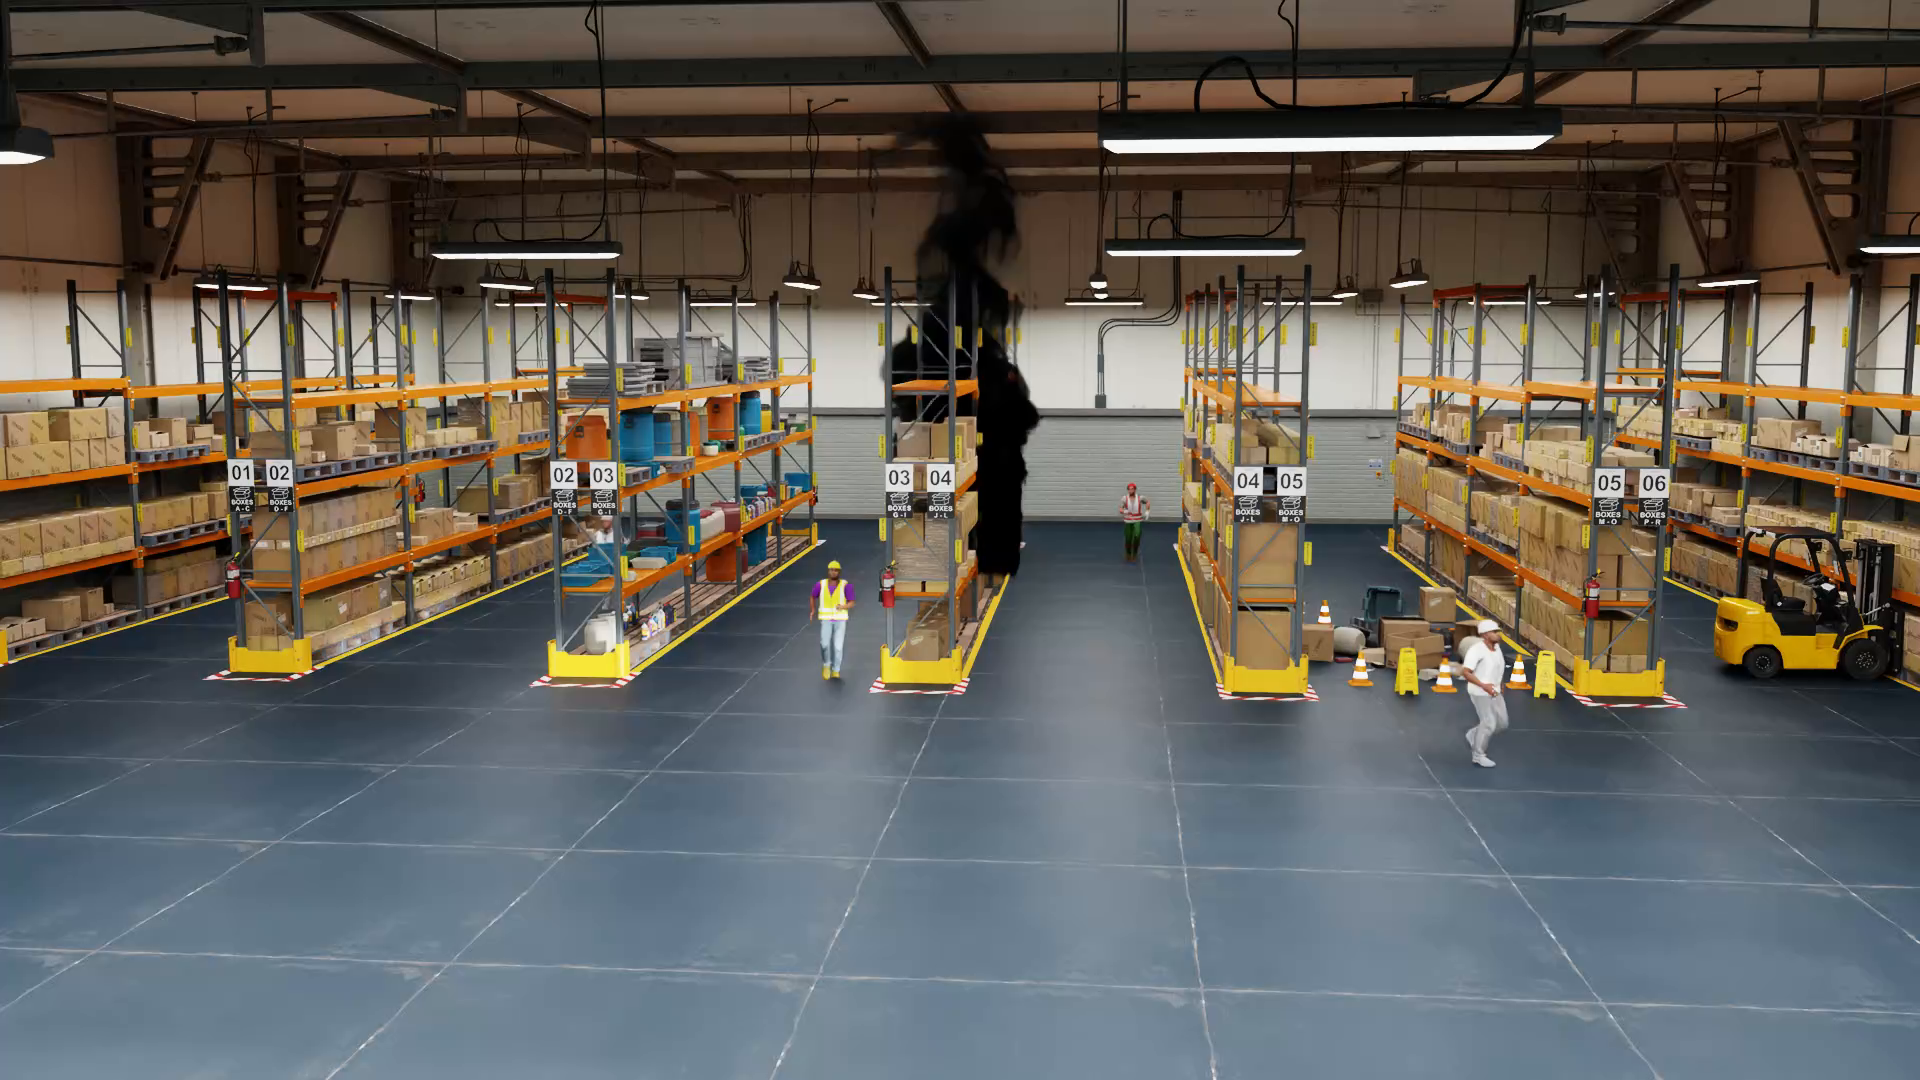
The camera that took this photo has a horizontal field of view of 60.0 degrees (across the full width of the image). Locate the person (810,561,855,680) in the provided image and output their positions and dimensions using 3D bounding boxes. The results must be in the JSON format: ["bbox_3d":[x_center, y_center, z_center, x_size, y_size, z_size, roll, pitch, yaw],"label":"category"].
[{"bbox_3d":[-1.874,1.184,24.362,0.678,1.746,0.638,0,7,-2],"label":"person"}]

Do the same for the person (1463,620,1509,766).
[{"bbox_3d":[6.149,1.784,19.506,0.709,1.727,0.575,-6,9,-40],"label":"person"}]

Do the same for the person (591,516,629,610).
[{"bbox_3d":[-6.533,0.388,30.869,0.676,1.741,0.971,1,7,6],"label":"person"}]

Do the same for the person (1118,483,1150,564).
[{"bbox_3d":[3.869,-0.386,37.055,0.679,1.786,0.885,1,7,9],"label":"person"}]
